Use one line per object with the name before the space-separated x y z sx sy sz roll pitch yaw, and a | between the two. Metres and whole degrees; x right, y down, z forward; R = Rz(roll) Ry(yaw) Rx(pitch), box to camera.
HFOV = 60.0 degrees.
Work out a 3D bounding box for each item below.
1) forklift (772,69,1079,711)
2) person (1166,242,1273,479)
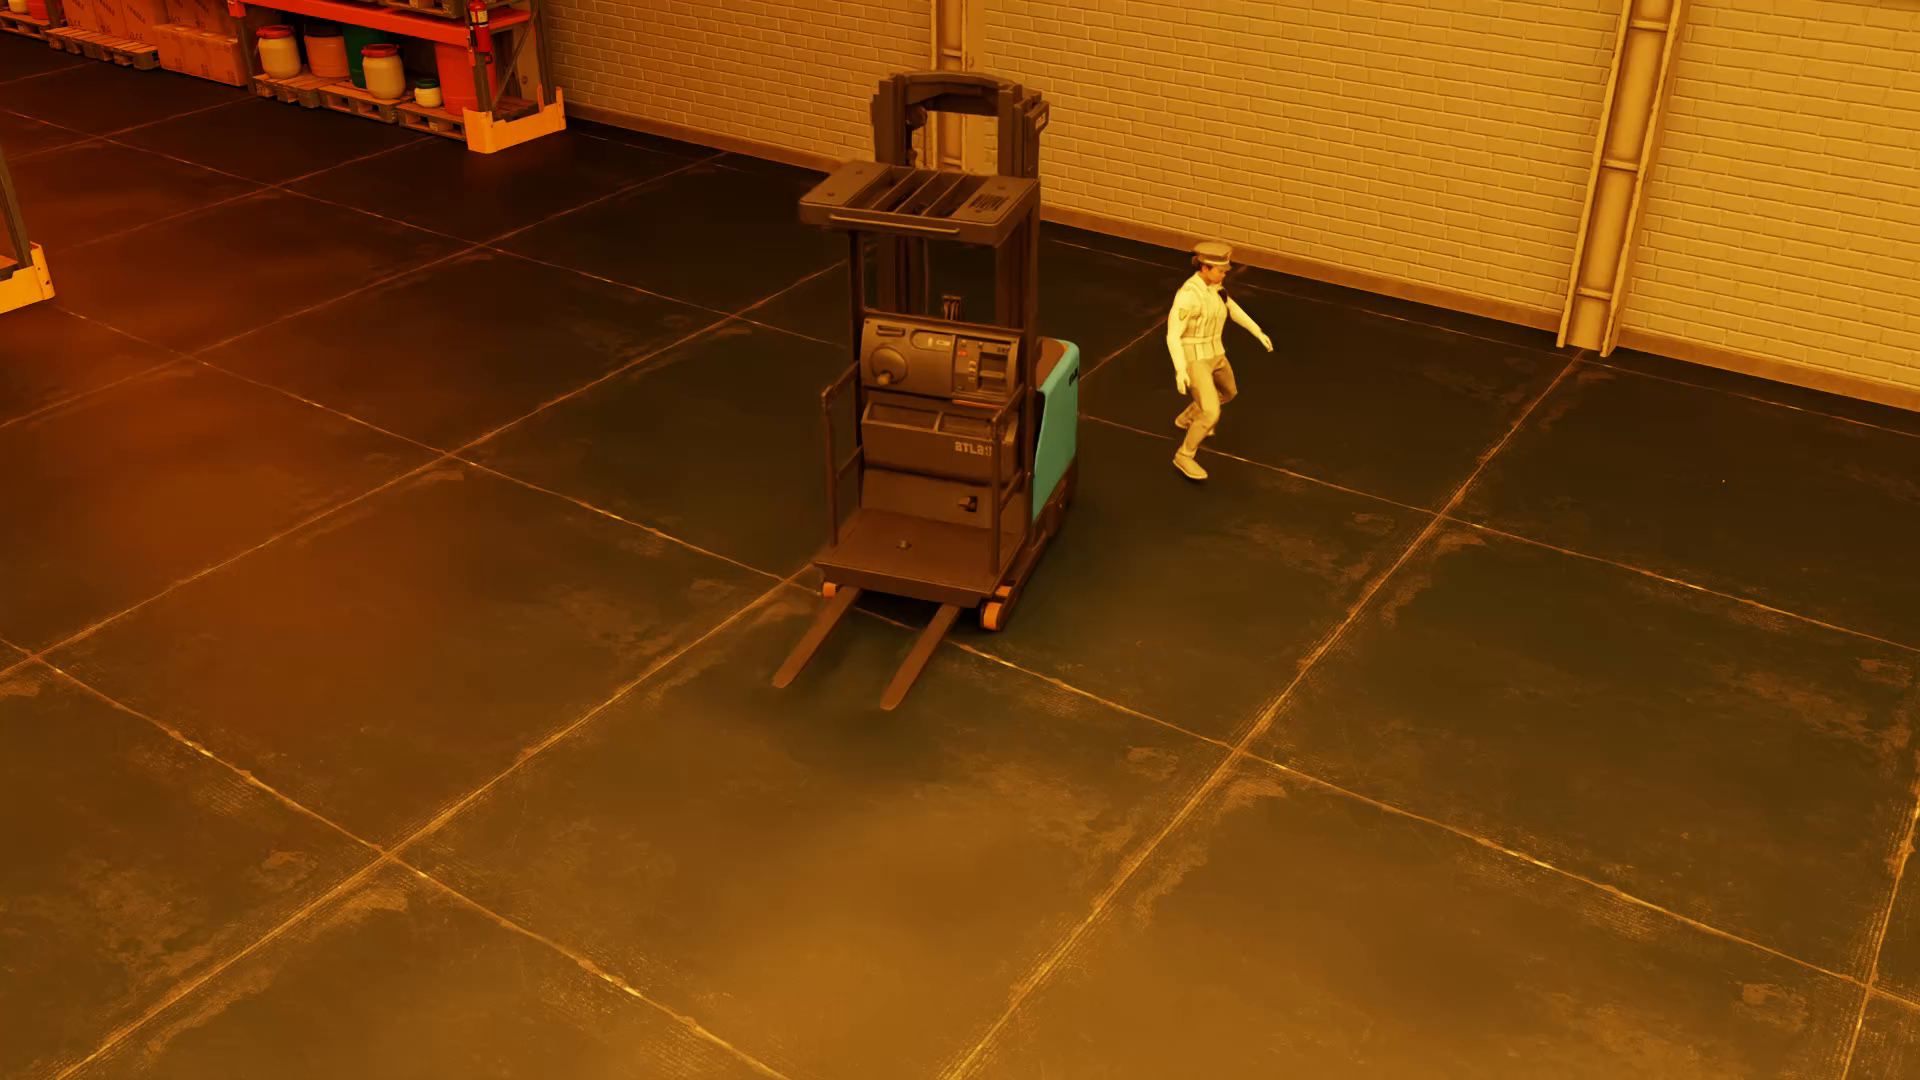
forklift | -0.185 -0.973 9.257 1.130 2.935 3.031 10 32 16
person | 1.653 -1.258 11.151 0.670 1.513 0.882 24 38 35
